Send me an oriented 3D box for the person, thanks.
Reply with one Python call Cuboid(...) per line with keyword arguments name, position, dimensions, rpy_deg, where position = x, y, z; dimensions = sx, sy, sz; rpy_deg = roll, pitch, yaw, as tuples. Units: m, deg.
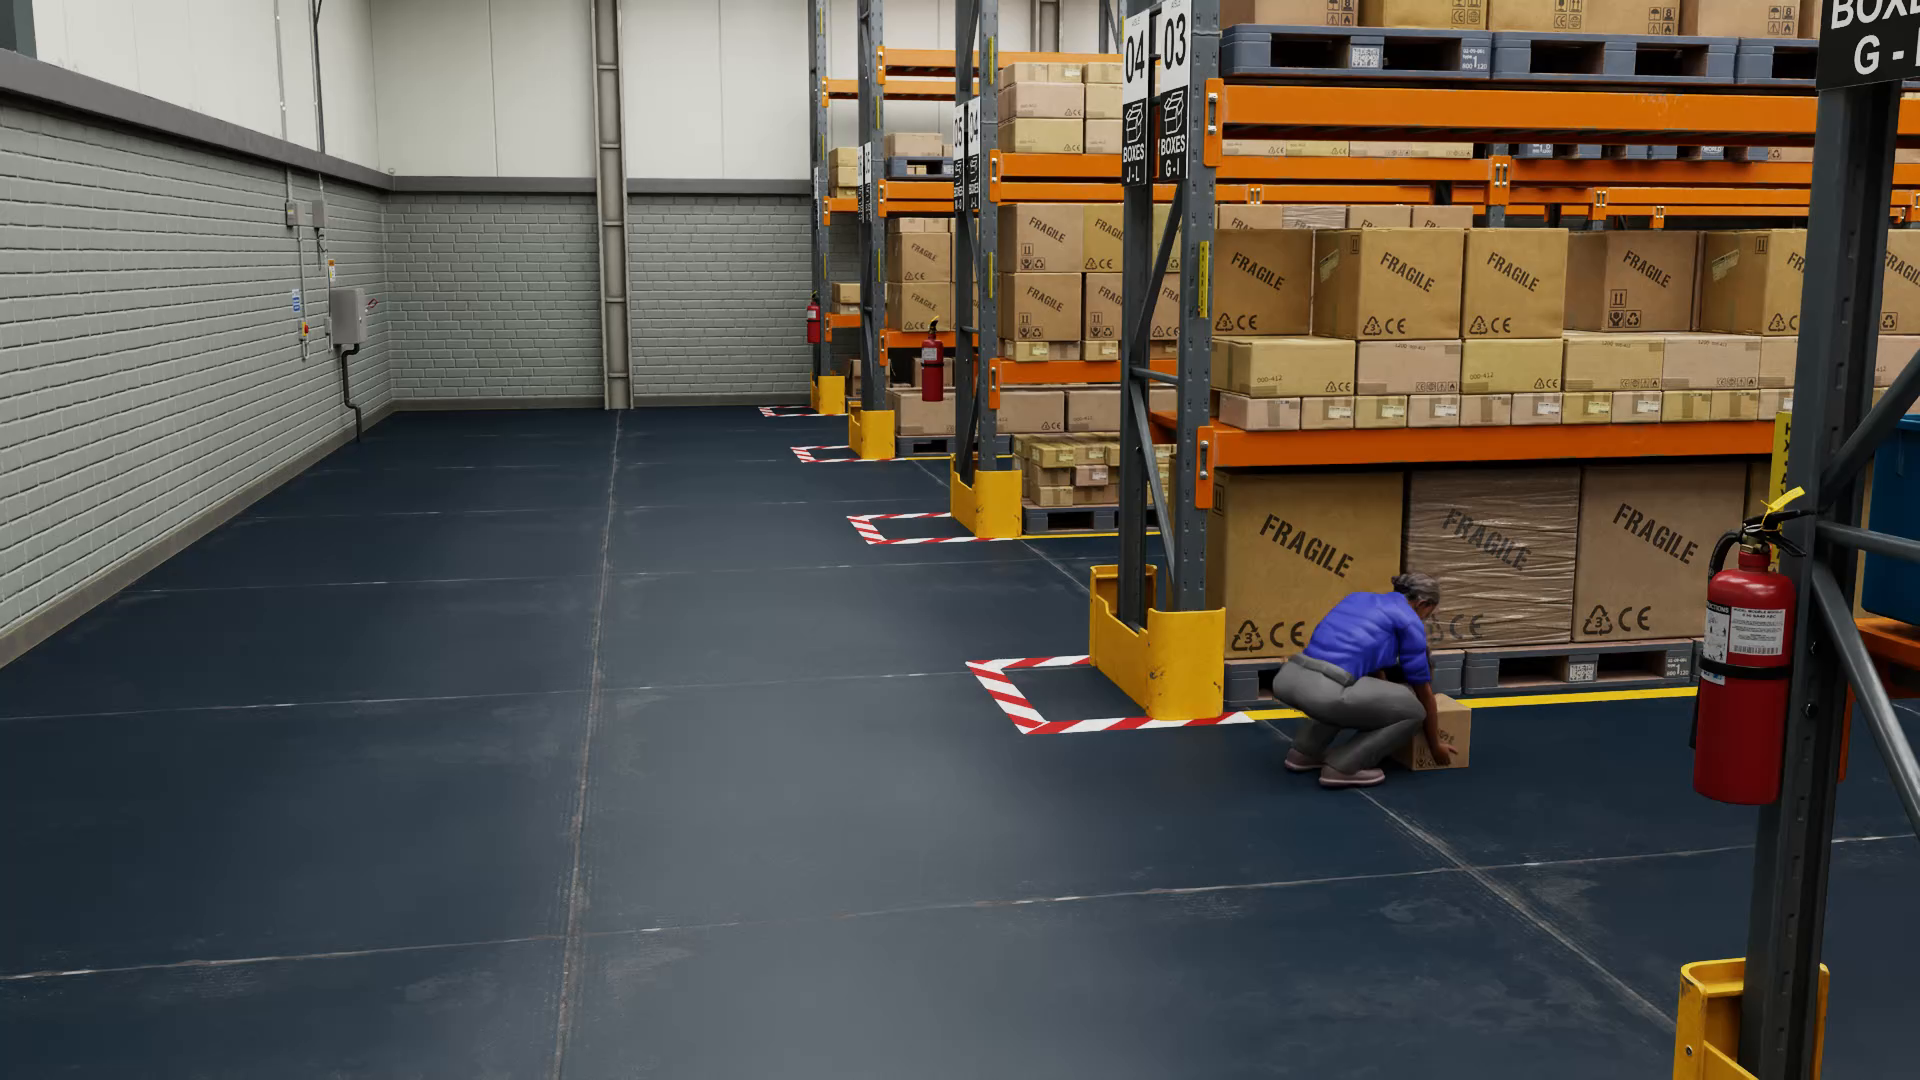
Cuboid(name="person", position=(1.653, 0.560, 6.745), dimensions=(0.827, 0.815, 0.479), rpy_deg=(-4, 11, -24))
